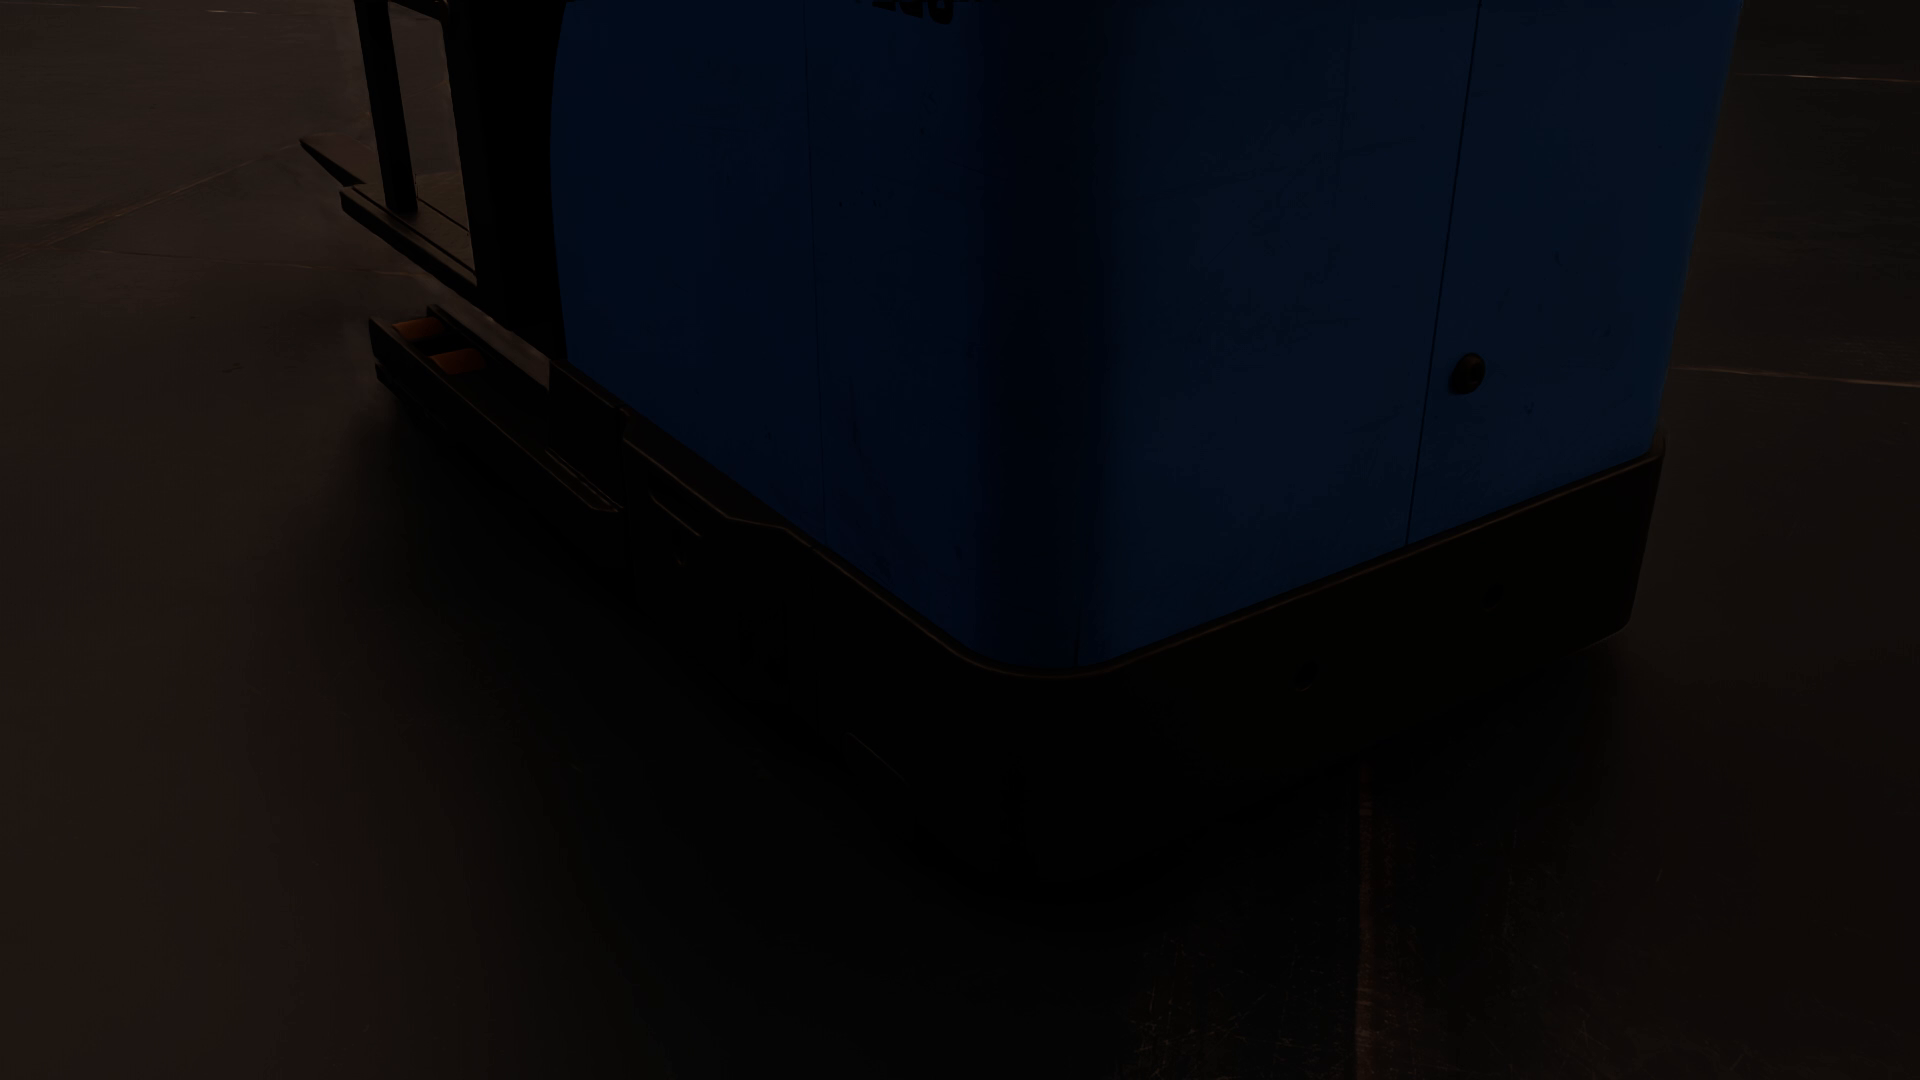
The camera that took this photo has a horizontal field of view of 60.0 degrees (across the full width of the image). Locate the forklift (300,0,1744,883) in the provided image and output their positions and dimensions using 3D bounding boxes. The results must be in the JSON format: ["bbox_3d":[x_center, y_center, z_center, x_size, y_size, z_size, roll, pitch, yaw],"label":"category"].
[{"bbox_3d":[-0.384,-1.576,2.369,1.130,2.935,3.031,-18,32,-31],"label":"forklift"}]
